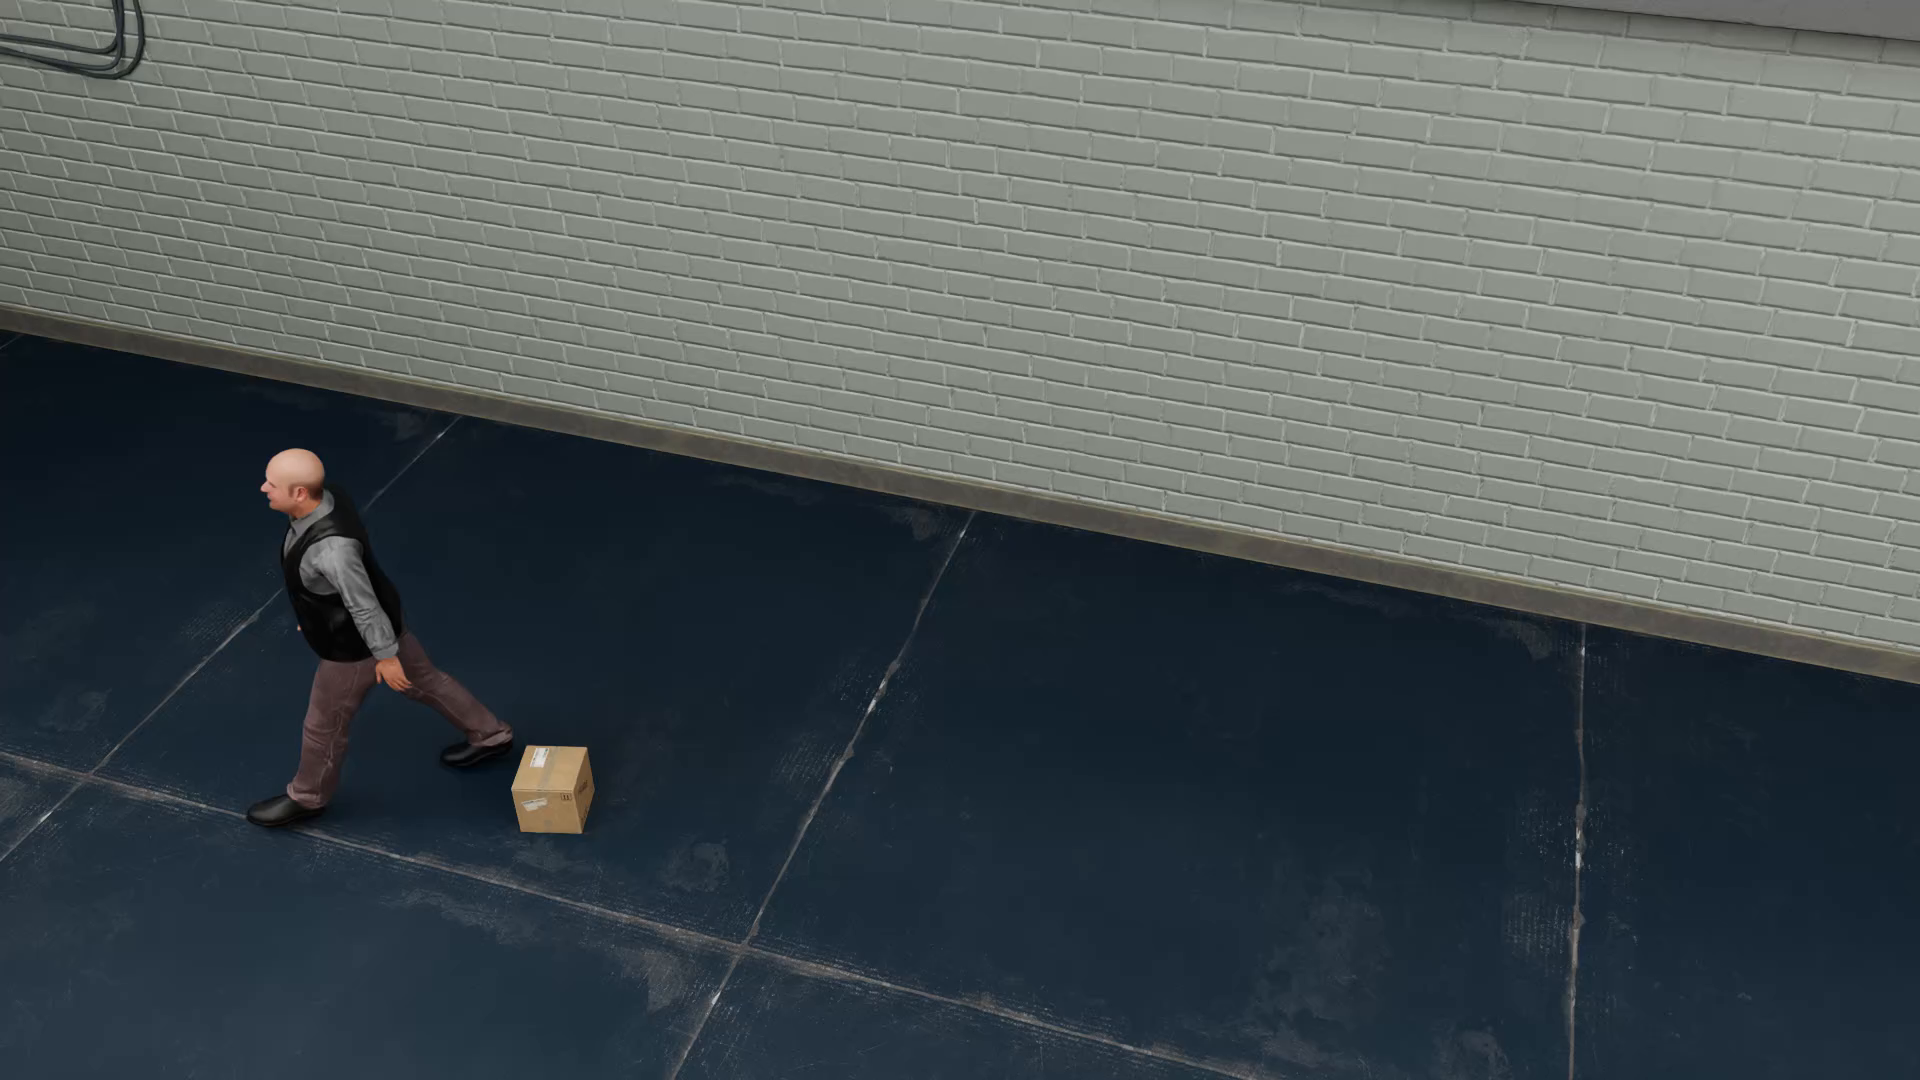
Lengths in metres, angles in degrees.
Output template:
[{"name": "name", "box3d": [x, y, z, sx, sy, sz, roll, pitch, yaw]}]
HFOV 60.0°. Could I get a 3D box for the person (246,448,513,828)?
[{"name": "person", "box3d": [-2.391, 0.348, 6.453, 1.069, 1.660, 0.543, -10, 38, -13]}]
